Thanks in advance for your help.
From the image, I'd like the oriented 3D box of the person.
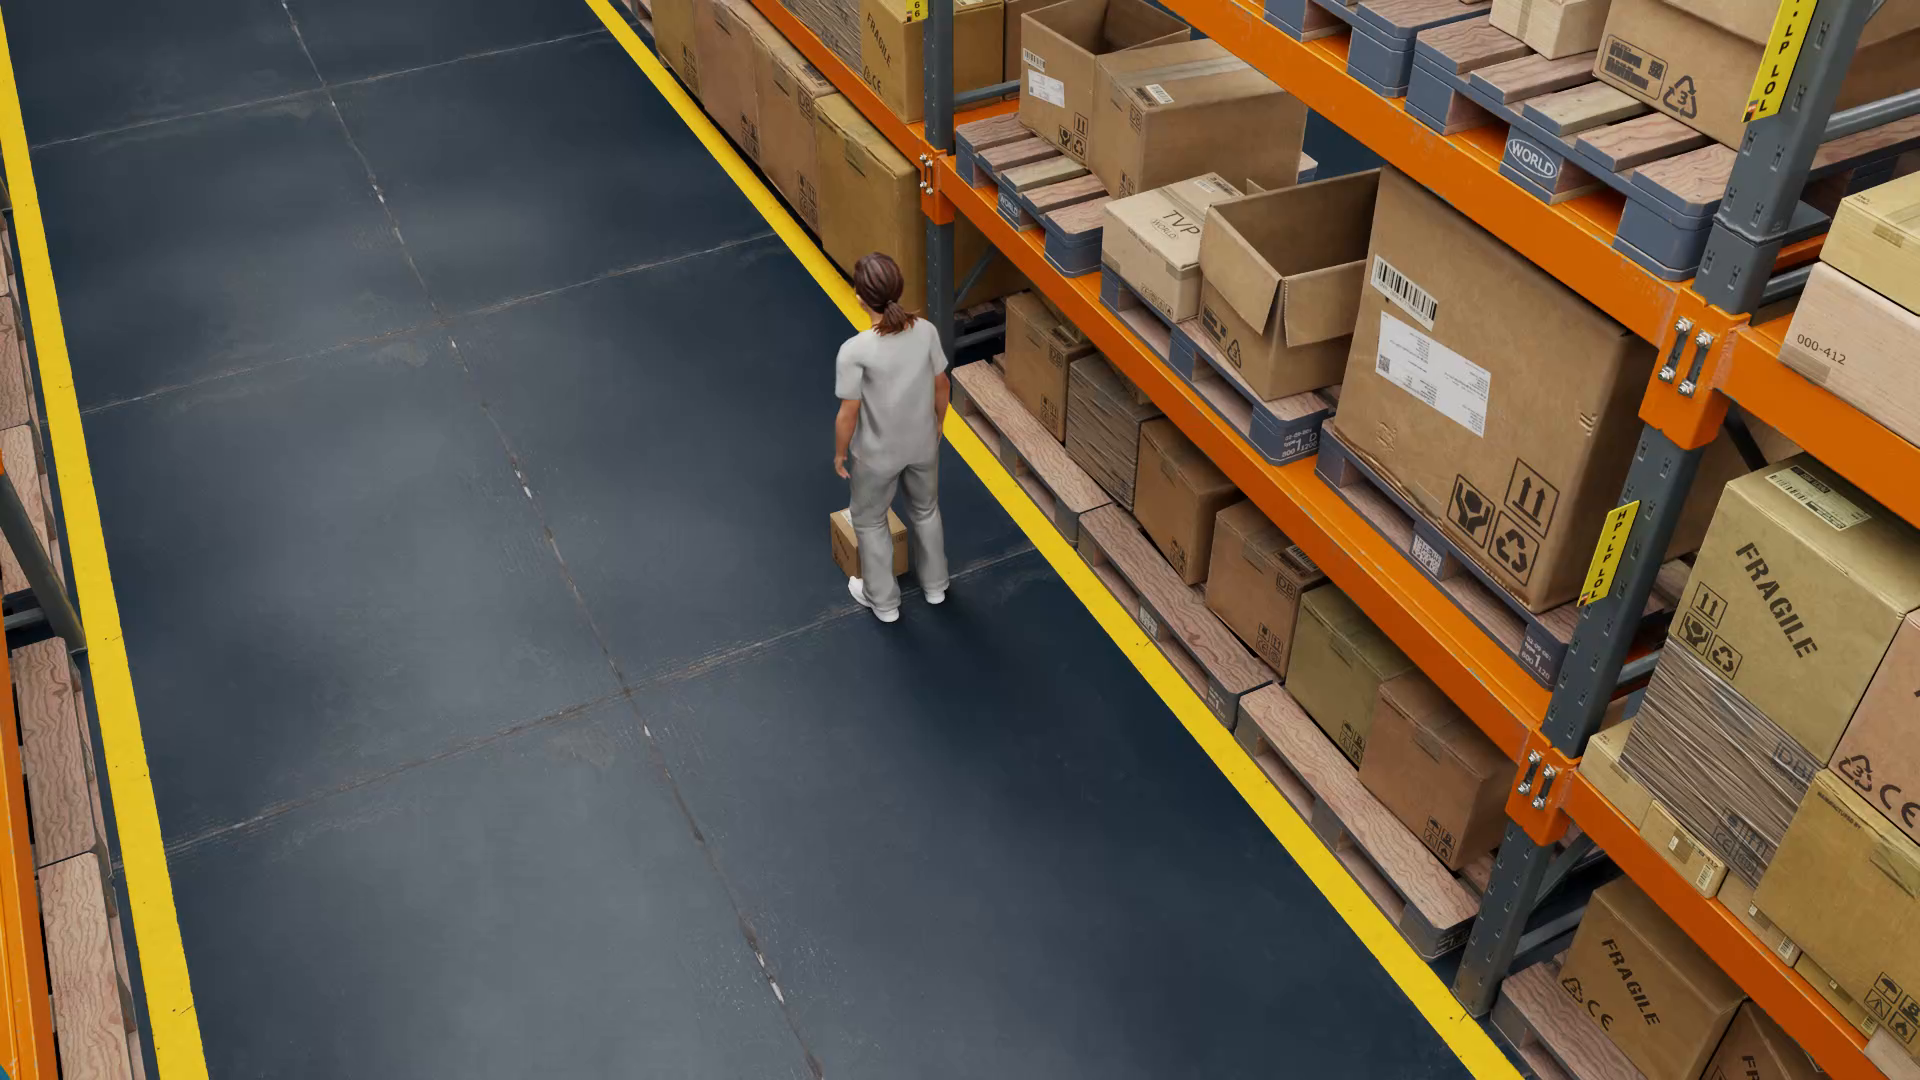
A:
[{"bbox_3d":[-0.269,-0.380,6.590,0.486,1.673,0.357,-19,45,-20],"label":"person"}]
